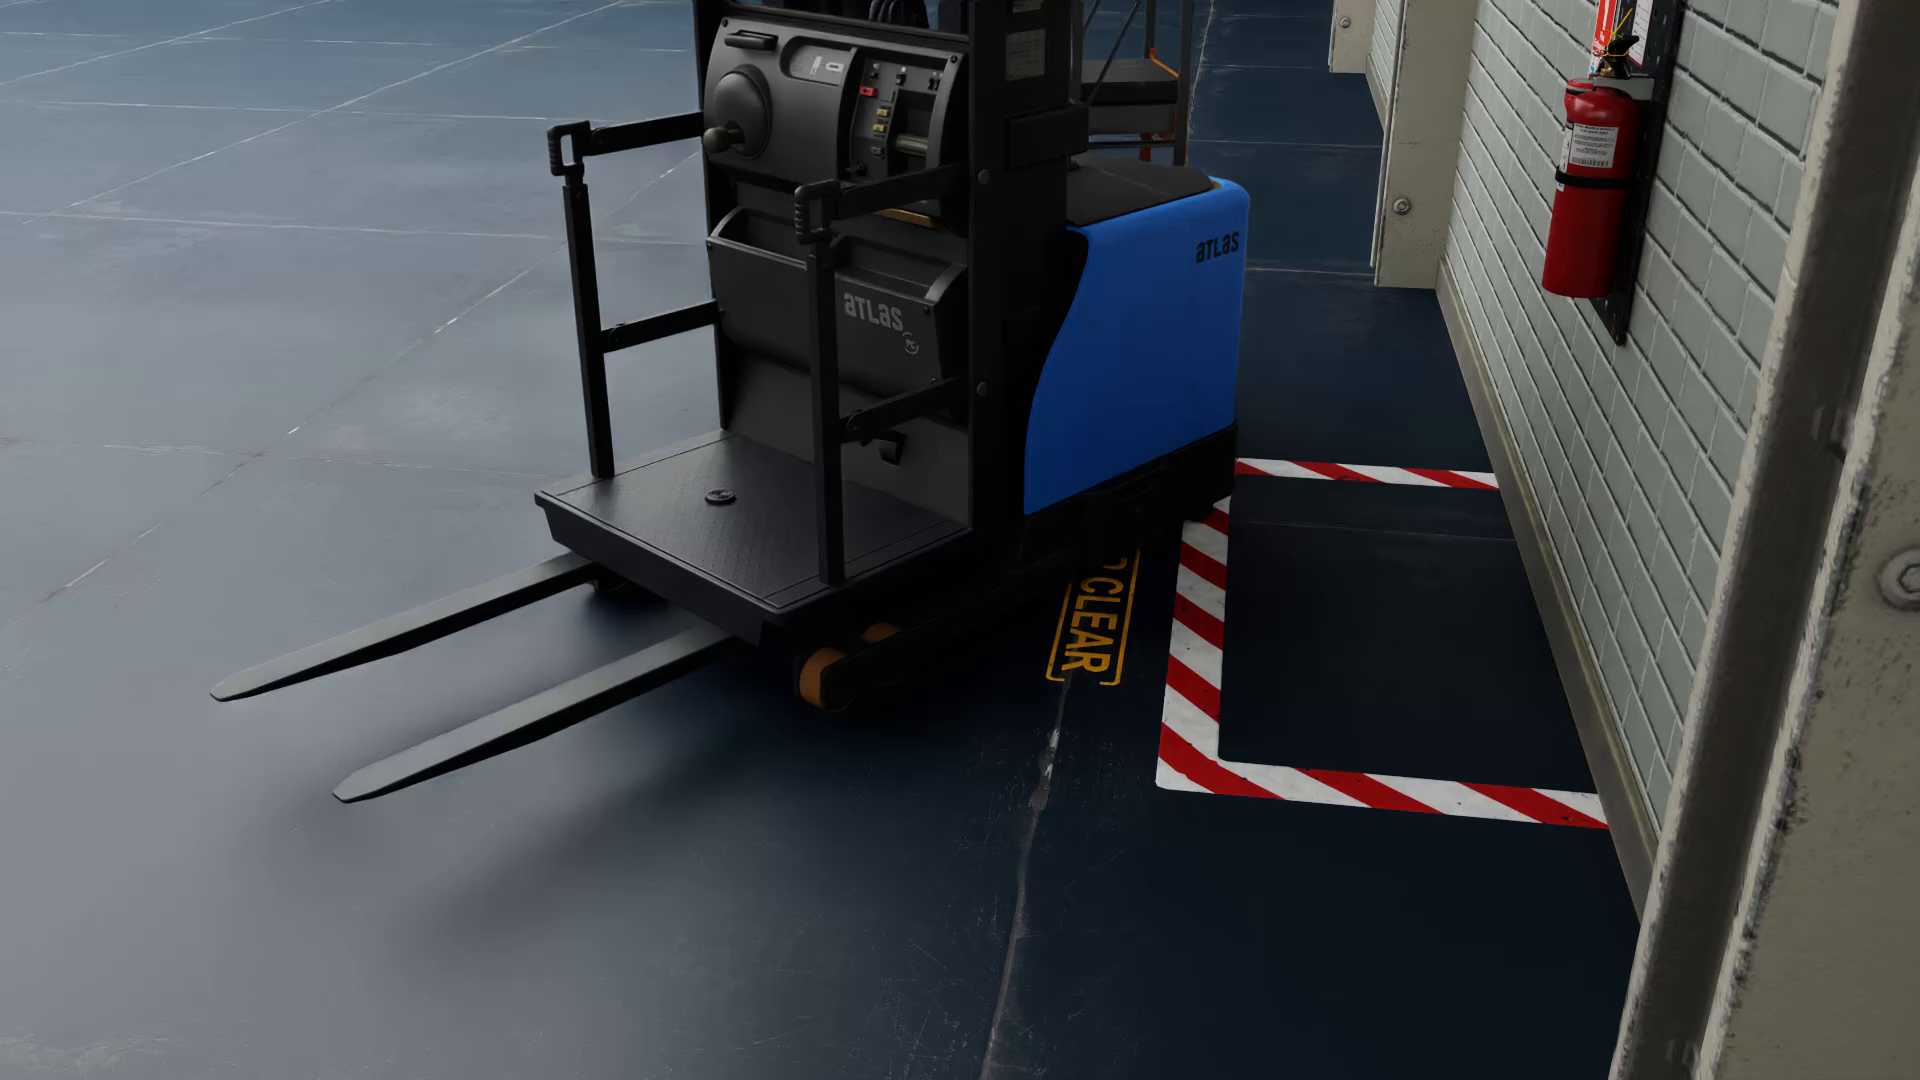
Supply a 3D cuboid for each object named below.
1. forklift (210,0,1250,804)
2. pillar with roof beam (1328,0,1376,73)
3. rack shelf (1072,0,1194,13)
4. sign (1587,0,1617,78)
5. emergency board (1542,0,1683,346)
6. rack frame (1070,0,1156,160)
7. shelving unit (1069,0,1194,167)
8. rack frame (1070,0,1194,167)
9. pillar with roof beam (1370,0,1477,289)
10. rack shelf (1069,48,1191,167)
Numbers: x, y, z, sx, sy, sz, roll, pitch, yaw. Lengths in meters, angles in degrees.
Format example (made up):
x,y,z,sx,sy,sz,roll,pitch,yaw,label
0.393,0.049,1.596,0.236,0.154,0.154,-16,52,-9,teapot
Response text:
x,y,z,sx,sy,sz,roll,pitch,yaw,label
-0.493,-1.127,4.201,1.130,2.935,3.031,22,33,39,forklift
-1.137,-8.145,12.037,9.100,9.000,0.400,4,25,9,pillar with roof beam
0.531,-2.053,5.541,0.431,0.518,0.480,-3,25,-7,rack shelf
1.783,-1.382,4.623,0.001,0.329,0.234,4,25,9,sign
1.591,-1.142,4.152,0.194,1.169,0.643,4,25,9,emergency board
0.498,-1.534,6.051,0.400,2.100,0.015,-3,25,-7,rack frame
0.531,-1.432,5.832,0.431,2.100,0.503,-3,25,-7,shelving unit
0.564,-1.329,5.613,0.400,2.100,0.015,-3,25,-7,rack frame
-2.117,-5.636,6.676,9.100,9.000,0.400,4,25,9,pillar with roof beam
0.531,-1.420,5.838,0.431,0.518,0.480,-3,25,-7,rack shelf
